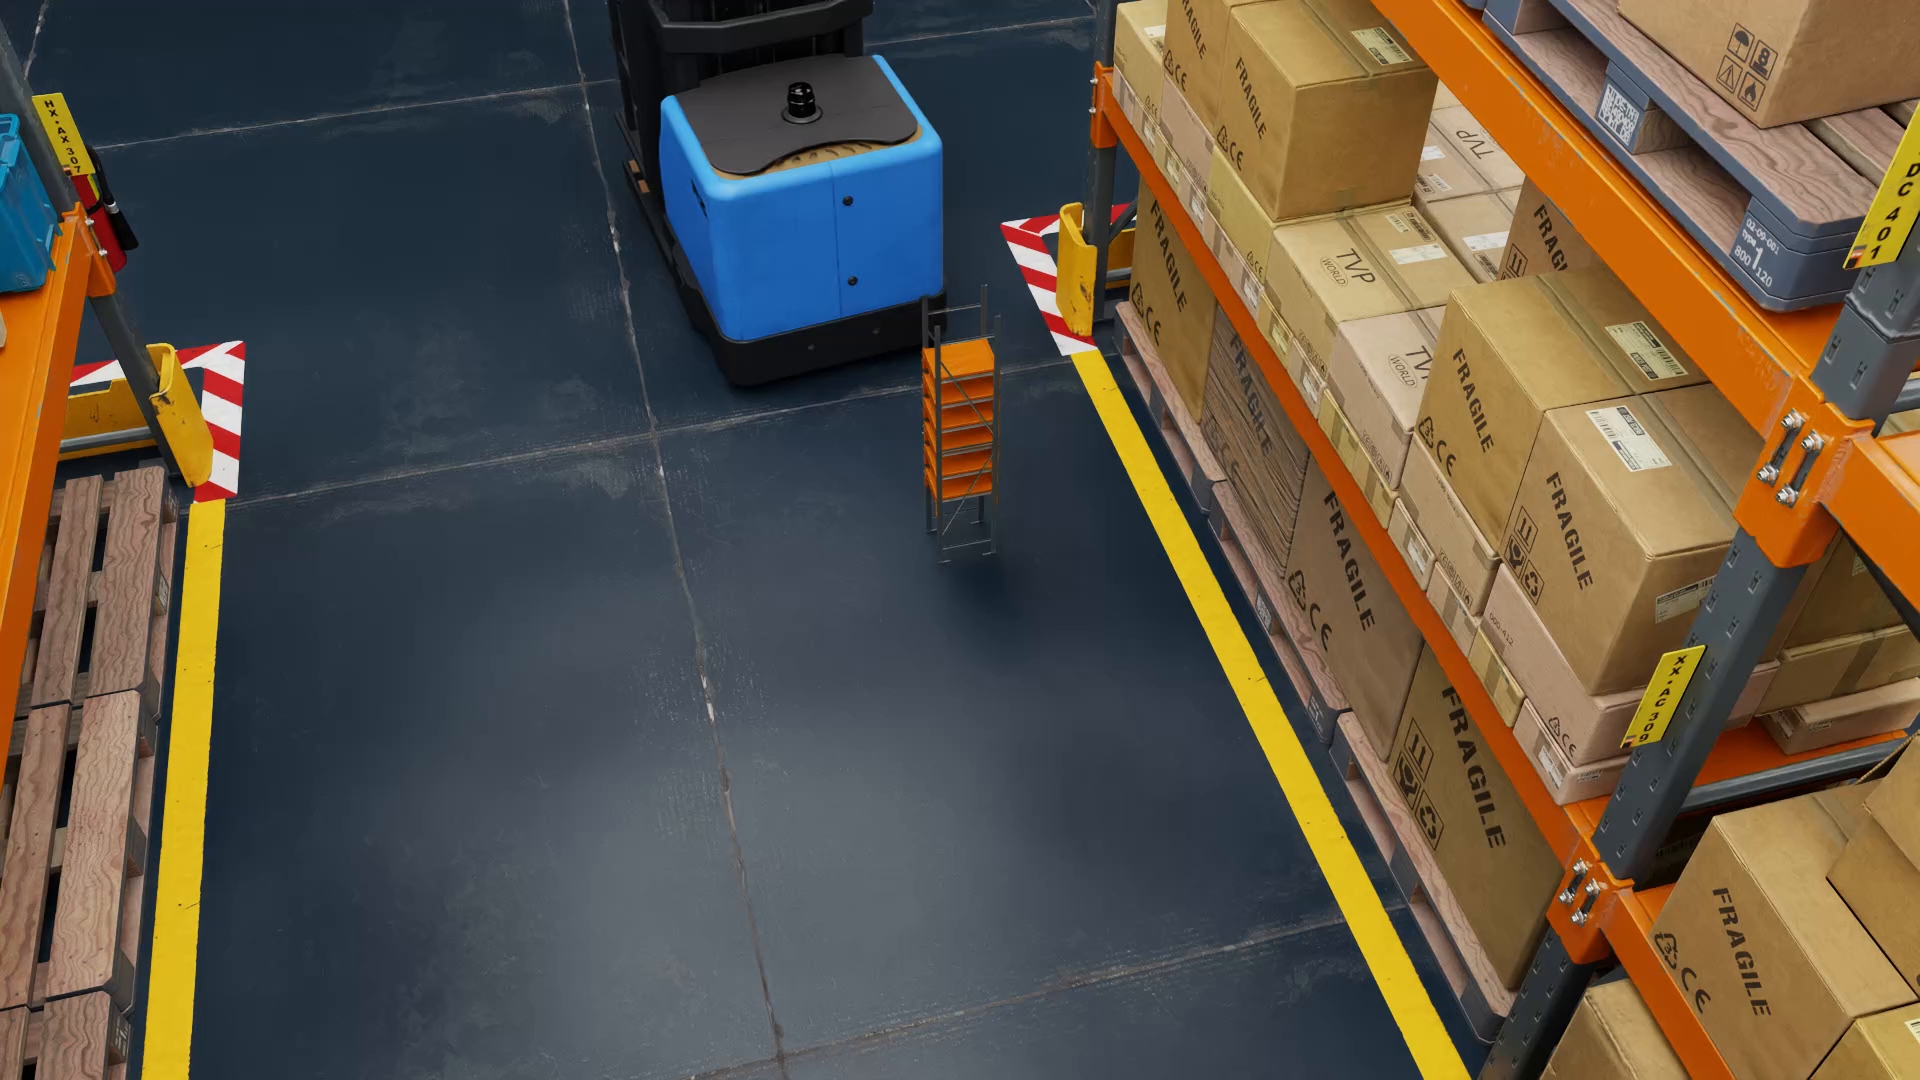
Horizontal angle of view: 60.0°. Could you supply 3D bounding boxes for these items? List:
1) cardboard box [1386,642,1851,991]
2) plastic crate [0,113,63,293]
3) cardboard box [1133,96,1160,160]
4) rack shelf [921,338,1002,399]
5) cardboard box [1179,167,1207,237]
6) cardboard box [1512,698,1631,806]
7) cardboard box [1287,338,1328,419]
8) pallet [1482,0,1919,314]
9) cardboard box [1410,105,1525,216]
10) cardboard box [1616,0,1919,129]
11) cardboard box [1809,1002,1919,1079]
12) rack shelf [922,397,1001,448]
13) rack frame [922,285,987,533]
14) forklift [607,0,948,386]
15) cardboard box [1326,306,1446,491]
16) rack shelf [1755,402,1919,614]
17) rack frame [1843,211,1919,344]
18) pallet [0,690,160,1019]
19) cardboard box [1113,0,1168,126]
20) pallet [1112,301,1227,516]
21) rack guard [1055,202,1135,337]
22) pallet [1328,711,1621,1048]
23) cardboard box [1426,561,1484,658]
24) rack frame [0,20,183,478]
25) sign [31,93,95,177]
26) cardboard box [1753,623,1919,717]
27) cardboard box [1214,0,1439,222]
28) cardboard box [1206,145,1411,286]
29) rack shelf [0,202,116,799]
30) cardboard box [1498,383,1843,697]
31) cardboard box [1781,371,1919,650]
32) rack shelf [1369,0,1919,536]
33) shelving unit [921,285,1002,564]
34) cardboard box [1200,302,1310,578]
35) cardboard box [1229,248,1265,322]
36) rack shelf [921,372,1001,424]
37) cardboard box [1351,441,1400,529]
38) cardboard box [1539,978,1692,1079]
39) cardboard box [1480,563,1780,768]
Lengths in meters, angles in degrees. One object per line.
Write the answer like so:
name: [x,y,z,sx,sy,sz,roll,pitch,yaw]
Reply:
cardboard box: [1.983,0.702,5.155,0.875,0.875,0.875,-11,47,-10]
plastic crate: [-3.471,-1.116,5.677,0.616,0.435,0.499,-11,47,-10]
cardboard box: [0.890,-1.615,6.409,0.380,0.149,0.250,-11,47,-11]
rack shelf: [0.004,-0.631,6.086,0.258,0.103,0.180,-11,47,-10]
cardboard box: [1.024,-1.259,6.059,0.380,0.149,0.250,-11,47,-11]
cardboard box: [1.680,0.513,4.323,0.380,0.149,0.250,-10,47,-10]
cardboard box: [1.287,-0.550,5.365,0.380,0.149,0.250,-10,46,-10]
pallet: [1.876,-1.010,3.601,1.003,0.211,1.213,-11,47,-10]
cardboard box: [1.692,-1.250,5.771,0.500,0.250,0.500,-12,47,-12]
cardboard box: [1.817,-1.220,3.311,0.700,0.500,0.500,-13,47,-13]
cardboard box: [2.081,1.251,3.354,0.500,0.500,0.500,-11,47,-10]
rack shelf: [0.004,-0.463,6.258,0.258,0.103,0.180,-11,47,-10]
rack frame: [-0.020,-0.473,6.374,0.240,1.200,0.006,-11,47,-10]
forklift: [-1.070,-2.774,7.416,1.130,2.935,3.031,-16,48,-15]
cardboard box: [1.443,-0.442,4.979,0.500,0.250,0.500,-10,46,-10]
rack shelf: [2.587,1.159,1.918,1.077,0.370,4.000,-11,47,-10]
rack frame: [2.075,-1.524,1.943,1.000,3.000,0.127,-11,47,-10]
pallet: [-3.254,1.113,5.511,1.003,0.211,1.213,-11,47,-10]
cardboard box: [0.913,-1.857,6.366,0.500,0.250,0.500,-12,47,-11]
pallet: [1.331,-0.672,7.261,1.003,0.211,1.213,-11,47,-10]
rack guard: [1.045,-1.327,7.701,1.175,0.500,0.348,-11,47,-10]
pallet: [1.956,1.013,5.610,1.003,0.211,1.213,-11,47,-10]
cardboard box: [1.549,0.158,4.671,0.380,0.149,0.250,-11,47,-11]
rack frame: [-3.737,-1.280,5.904,1.000,3.000,0.127,-11,47,-10]
sign: [-3.209,-1.449,5.956,0.100,0.325,0.005,-11,47,-10]
cardboard box: [2.208,0.152,4.397,0.500,0.250,0.500,-11,47,-11]
cardboard box: [1.179,-1.417,5.410,0.500,0.500,0.500,-12,47,-11]
cardboard box: [1.178,-1.151,5.675,0.500,0.250,0.500,-12,47,-12]
rack shelf: [-3.225,0.353,4.808,1.077,0.370,4.000,-11,47,-10]
cardboard box: [1.699,-0.007,4.028,0.500,0.500,0.500,-9,46,-9]
cardboard box: [2.200,-0.116,4.135,0.500,0.500,0.500,-11,47,-10]
rack shelf: [1.563,-1.603,4.624,1.077,0.370,4.000,-11,47,-10]
shelving unit: [0.004,-0.410,6.312,0.258,1.200,0.189,-11,47,-10]
cardboard box: [1.525,-0.533,6.366,0.875,0.875,0.875,-11,47,-10]
cardboard box: [1.154,-0.905,5.713,0.380,0.149,0.250,-11,47,-11]
rack shelf: [0.004,-0.547,6.172,0.258,0.103,0.180,-11,47,-10]
cardboard box: [1.416,-0.197,5.019,0.380,0.149,0.250,-10,46,-10]
cardboard box: [2.258,1.611,4.265,1.225,0.875,0.875,-11,47,-10]
cardboard box: [1.708,0.267,4.284,0.500,0.250,0.500,-12,47,-11]
